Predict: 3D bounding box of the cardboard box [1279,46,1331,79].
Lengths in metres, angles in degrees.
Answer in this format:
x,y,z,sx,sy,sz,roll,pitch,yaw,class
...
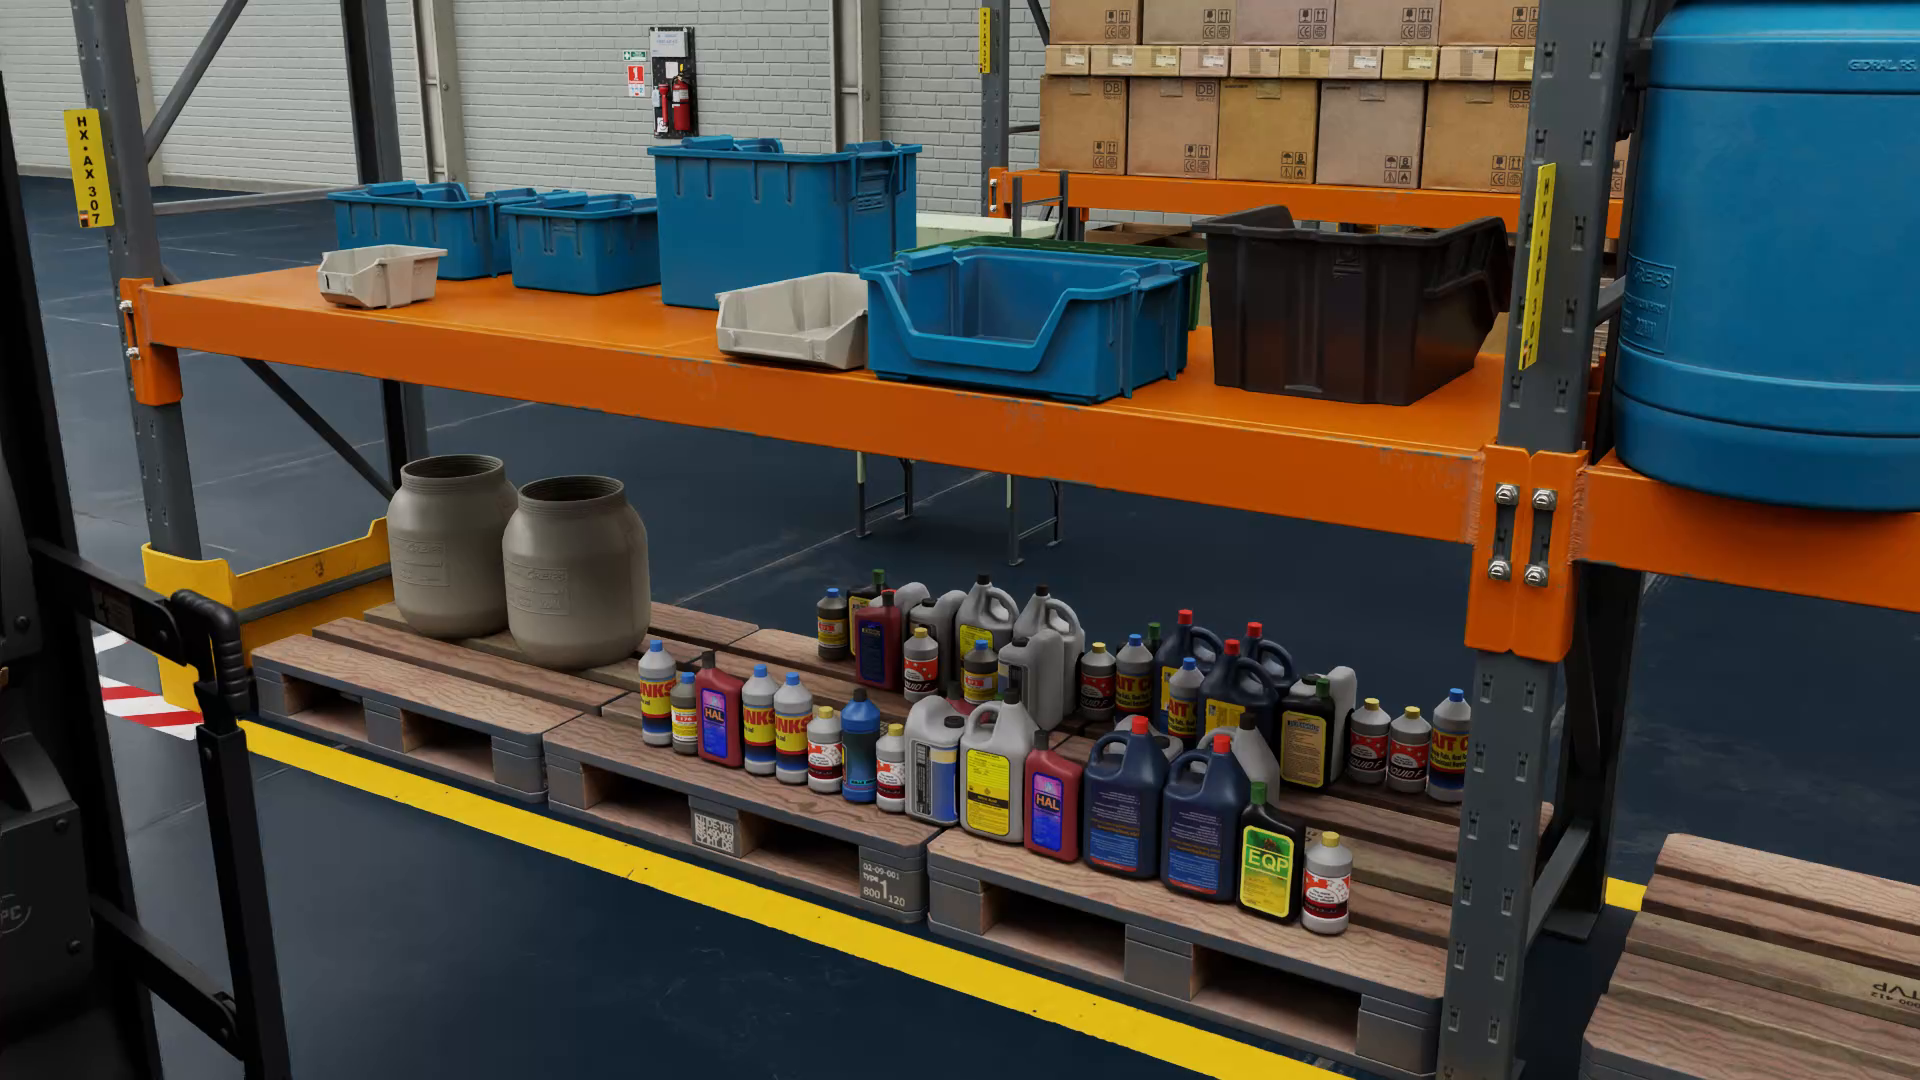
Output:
x,y,z,sx,sy,sz,roll,pitch,yaw,class
1.744,-2.330,8.103,0.250,0.149,0.380,10,19,29,cardboard box

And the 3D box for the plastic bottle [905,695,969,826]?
x,y,z,sx,sy,sz,roll,pitch,yaw,class
-0.038,0.516,3.949,0.135,0.276,0.152,11,20,31,plastic bottle

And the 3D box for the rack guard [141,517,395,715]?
x,y,z,sx,sy,sz,roll,pitch,yaw,class
-2.083,0.142,5.554,0.348,0.500,1.175,10,20,30,rack guard

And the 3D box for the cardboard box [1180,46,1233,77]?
x,y,z,sx,sy,sz,roll,pitch,yaw,class
1.297,-2.409,8.362,0.250,0.149,0.380,10,19,29,cardboard box

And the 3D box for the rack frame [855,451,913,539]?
x,y,z,sx,sy,sz,roll,pitch,yaw,class
-0.318,-0.774,6.850,0.023,1.500,0.400,10,20,30,rack frame

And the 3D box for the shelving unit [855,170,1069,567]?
x,y,z,sx,sy,sz,roll,pitch,yaw,class
-0.006,-0.719,6.667,0.755,1.500,0.431,10,20,30,shelving unit

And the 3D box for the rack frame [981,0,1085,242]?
x,y,z,sx,sy,sz,roll,pitch,yaw,class
0.423,-2.280,9.227,0.127,3.000,1.000,10,20,30,rack frame

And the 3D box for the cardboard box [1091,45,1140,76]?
x,y,z,sx,sy,sz,roll,pitch,yaw,class
0.871,-2.486,8.616,0.250,0.149,0.380,10,19,29,cardboard box

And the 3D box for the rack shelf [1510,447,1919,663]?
x,y,z,sx,sy,sz,roll,pitch,yaw,class
2.941,0.203,2.290,4.000,0.370,1.077,10,20,30,rack shelf

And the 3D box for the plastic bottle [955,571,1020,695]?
x,y,z,sx,sy,sz,roll,pitch,yaw,class
0.084,0.264,4.652,0.185,0.351,0.144,11,20,32,plastic bottle

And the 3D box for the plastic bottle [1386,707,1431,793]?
x,y,z,sx,sy,sz,roll,pitch,yaw,class
1.108,0.510,4.098,0.097,0.201,0.097,0,17,0,plastic bottle

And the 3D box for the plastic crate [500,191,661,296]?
x,y,z,sx,sy,sz,roll,pitch,yaw,class
-1.039,-0.881,4.875,0.408,0.251,0.499,10,20,30,plastic crate

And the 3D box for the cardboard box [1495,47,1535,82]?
x,y,z,sx,sy,sz,roll,pitch,yaw,class
2.622,-2.174,7.588,0.250,0.149,0.380,10,20,30,cardboard box

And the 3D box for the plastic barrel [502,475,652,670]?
x,y,z,sx,sy,sz,roll,pitch,yaw,class
-1.144,0.093,4.973,0.421,0.512,0.421,0,17,0,plastic barrel

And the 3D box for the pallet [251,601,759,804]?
x,y,z,sx,sy,sz,roll,pitch,yaw,class
-1.393,0.405,5.185,1.213,0.211,1.003,10,20,30,pallet

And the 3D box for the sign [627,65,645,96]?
x,y,z,sx,sy,sz,roll,pitch,yaw,class
-3.554,-5.040,18.252,0.234,0.329,0.001,10,20,30,sign

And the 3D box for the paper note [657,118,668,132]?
x,y,z,sx,sy,sz,roll,pitch,yaw,class
-3.251,-4.536,18.169,0.142,0.148,0.016,10,20,30,paper note

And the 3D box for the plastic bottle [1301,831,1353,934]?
x,y,z,sx,sy,sz,roll,pitch,yaw,class
0.764,0.705,3.458,0.097,0.201,0.097,0,17,0,plastic bottle

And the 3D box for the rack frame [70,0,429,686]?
x,y,z,sx,sy,sz,roll,pitch,yaw,class
-2.172,-1.054,5.190,0.127,3.000,1.000,10,20,30,rack frame

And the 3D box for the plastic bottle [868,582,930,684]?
x,y,z,sx,sy,sz,roll,pitch,yaw,class
-0.177,0.255,4.812,0.135,0.276,0.152,10,20,30,plastic bottle

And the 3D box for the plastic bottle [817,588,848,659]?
x,y,z,sx,sy,sz,roll,pitch,yaw,class
-0.378,0.245,4.971,0.097,0.201,0.097,0,17,0,plastic bottle

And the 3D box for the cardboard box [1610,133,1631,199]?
x,y,z,sx,sy,sz,roll,pitch,yaw,class
2.998,-1.864,7.686,0.500,0.500,0.700,10,20,29,cardboard box

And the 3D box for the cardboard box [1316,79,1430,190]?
x,y,z,sx,sy,sz,roll,pitch,yaw,class
2.135,-2.019,8.195,0.500,0.500,0.700,11,20,32,cardboard box

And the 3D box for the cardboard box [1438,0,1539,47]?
x,y,z,sx,sy,sz,roll,pitch,yaw,class
2.593,-2.559,7.741,0.500,0.500,0.700,10,20,30,cardboard box

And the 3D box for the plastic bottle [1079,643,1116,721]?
x,y,z,sx,sy,sz,roll,pitch,yaw,class
0.376,0.380,4.528,0.097,0.201,0.097,0,17,0,plastic bottle

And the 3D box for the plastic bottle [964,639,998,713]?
x,y,z,sx,sy,sz,roll,pitch,yaw,class
0.058,0.372,4.553,0.097,0.201,0.097,0,17,0,plastic bottle

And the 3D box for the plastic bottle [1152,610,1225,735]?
x,y,z,sx,sy,sz,roll,pitch,yaw,class
0.605,0.357,4.346,0.185,0.351,0.144,9,19,28,plastic bottle

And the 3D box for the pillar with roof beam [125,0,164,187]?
x,y,z,sx,sy,sz,roll,pitch,yaw,class
-13.529,-8.158,18.254,0.400,9.000,9.100,10,20,30,pillar with roof beam

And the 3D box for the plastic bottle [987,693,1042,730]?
x,y,z,sx,sy,sz,roll,pitch,yaw,class
0.130,0.509,3.960,0.133,0.283,0.061,10,20,30,plastic bottle

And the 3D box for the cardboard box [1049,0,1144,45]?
x,y,z,sx,sy,sz,roll,pitch,yaw,class
0.860,-2.867,8.753,0.500,0.500,0.700,10,20,30,cardboard box

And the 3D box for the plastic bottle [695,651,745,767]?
x,y,z,sx,sy,sz,roll,pitch,yaw,class
-0.607,0.427,4.231,0.133,0.283,0.061,10,20,31,plastic bottle

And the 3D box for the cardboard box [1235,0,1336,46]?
x,y,z,sx,sy,sz,roll,pitch,yaw,class
1.741,-2.712,8.243,0.500,0.500,0.700,10,20,30,cardboard box

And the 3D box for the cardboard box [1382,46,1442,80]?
x,y,z,sx,sy,sz,roll,pitch,yaw,class
2.179,-2.252,7.844,0.250,0.149,0.380,11,20,32,cardboard box

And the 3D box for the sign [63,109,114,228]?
x,y,z,sx,sy,sz,roll,pitch,yaw,class
-2.464,-1.051,4.704,0.005,0.325,0.100,10,20,30,sign

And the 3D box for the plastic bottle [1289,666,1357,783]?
x,y,z,sx,sy,sz,roll,pitch,yaw,class
0.904,0.448,4.176,0.135,0.276,0.152,11,20,32,plastic bottle

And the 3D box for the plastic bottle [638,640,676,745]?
x,y,z,sx,sy,sz,roll,pitch,yaw,class
-0.790,0.394,4.361,0.097,0.271,0.097,0,17,0,plastic bottle

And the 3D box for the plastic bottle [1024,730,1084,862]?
x,y,z,sx,sy,sz,roll,pitch,yaw,class
0.213,0.573,3.749,0.133,0.283,0.061,12,20,34,plastic bottle

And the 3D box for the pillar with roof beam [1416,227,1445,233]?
x,y,z,sx,sy,sz,roll,pitch,yaw,class
1.809,-5.420,9.241,0.400,9.000,9.100,10,20,30,pillar with roof beam

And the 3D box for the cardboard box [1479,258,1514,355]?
x,y,z,sx,sy,sz,roll,pitch,yaw,class
2.474,-1.086,8.015,0.500,0.500,0.500,10,20,30,cardboard box

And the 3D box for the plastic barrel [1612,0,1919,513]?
x,y,z,sx,sy,sz,roll,pitch,yaw,class
1.407,-0.552,2.674,0.708,0.901,0.600,10,20,30,plastic barrel

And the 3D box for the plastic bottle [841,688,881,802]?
x,y,z,sx,sy,sz,roll,pitch,yaw,class
-0.240,0.492,4.038,0.097,0.271,0.097,0,17,0,plastic bottle

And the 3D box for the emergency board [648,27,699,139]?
x,y,z,sx,sy,sz,roll,pitch,yaw,class
-3.137,-4.913,17.896,0.643,1.169,0.194,10,20,30,emergency board

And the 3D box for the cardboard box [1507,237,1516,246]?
x,y,z,sx,sy,sz,roll,pitch,yaw,class
4.041,-2.217,12.889,0.500,0.311,0.500,12,21,35,cardboard box

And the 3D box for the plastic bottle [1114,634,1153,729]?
x,y,z,sx,sy,sz,roll,pitch,yaw,class
0.460,0.382,4.400,0.097,0.271,0.097,0,17,0,plastic bottle

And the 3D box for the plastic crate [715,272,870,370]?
x,y,z,sx,sy,sz,roll,pitch,yaw,class
-0.280,-0.504,3.832,0.437,0.136,0.530,10,20,30,plastic crate

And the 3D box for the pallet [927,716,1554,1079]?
x,y,z,sx,sy,sz,roll,pitch,yaw,class
0.686,0.776,3.963,1.213,0.211,1.003,10,20,30,pallet

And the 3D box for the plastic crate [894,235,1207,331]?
x,y,z,sx,sy,sz,roll,pitch,yaw,class
0.227,-0.621,4.128,0.662,0.188,0.450,10,20,30,plastic crate

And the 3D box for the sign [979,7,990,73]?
x,y,z,sx,sy,sz,roll,pitch,yaw,class
0.128,-2.596,8.640,0.005,0.325,0.100,10,20,30,sign

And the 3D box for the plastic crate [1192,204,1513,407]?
x,y,z,sx,sy,sz,roll,pitch,yaw,class
0.857,-0.527,3.562,0.504,0.338,0.767,10,20,30,plastic crate

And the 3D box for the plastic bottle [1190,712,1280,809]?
x,y,z,sx,sy,sz,roll,pitch,yaw,class
0.612,0.549,3.713,0.185,0.351,0.144,10,20,30,plastic bottle

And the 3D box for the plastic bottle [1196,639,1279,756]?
x,y,z,sx,sy,sz,roll,pitch,yaw,class
0.690,0.421,4.133,0.185,0.351,0.144,10,20,30,plastic bottle

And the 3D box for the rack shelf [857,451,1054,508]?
x,y,z,sx,sy,sz,roll,pitch,yaw,class
-0.006,-0.407,6.761,0.720,0.370,0.431,10,20,30,rack shelf

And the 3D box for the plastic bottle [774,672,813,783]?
x,y,z,sx,sy,sz,roll,pitch,yaw,class
-0.413,0.461,4.139,0.097,0.271,0.097,0,17,0,plastic bottle

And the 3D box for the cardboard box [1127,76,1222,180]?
x,y,z,sx,sy,sz,roll,pitch,yaw,class
1.264,-2.175,8.709,0.500,0.500,0.700,11,20,31,cardboard box

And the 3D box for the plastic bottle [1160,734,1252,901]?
x,y,z,sx,sy,sz,roll,pitch,yaw,class
0.537,0.585,3.596,0.185,0.351,0.144,10,19,29,plastic bottle

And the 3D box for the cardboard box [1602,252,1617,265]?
x,y,z,sx,sy,sz,roll,pitch,yaw,class
3.170,-1.138,8.185,0.500,0.500,0.500,10,20,30,cardboard box

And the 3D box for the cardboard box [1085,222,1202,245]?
x,y,z,sx,sy,sz,roll,pitch,yaw,class
1.036,-1.517,9.431,0.500,0.500,0.500,10,20,30,cardboard box
